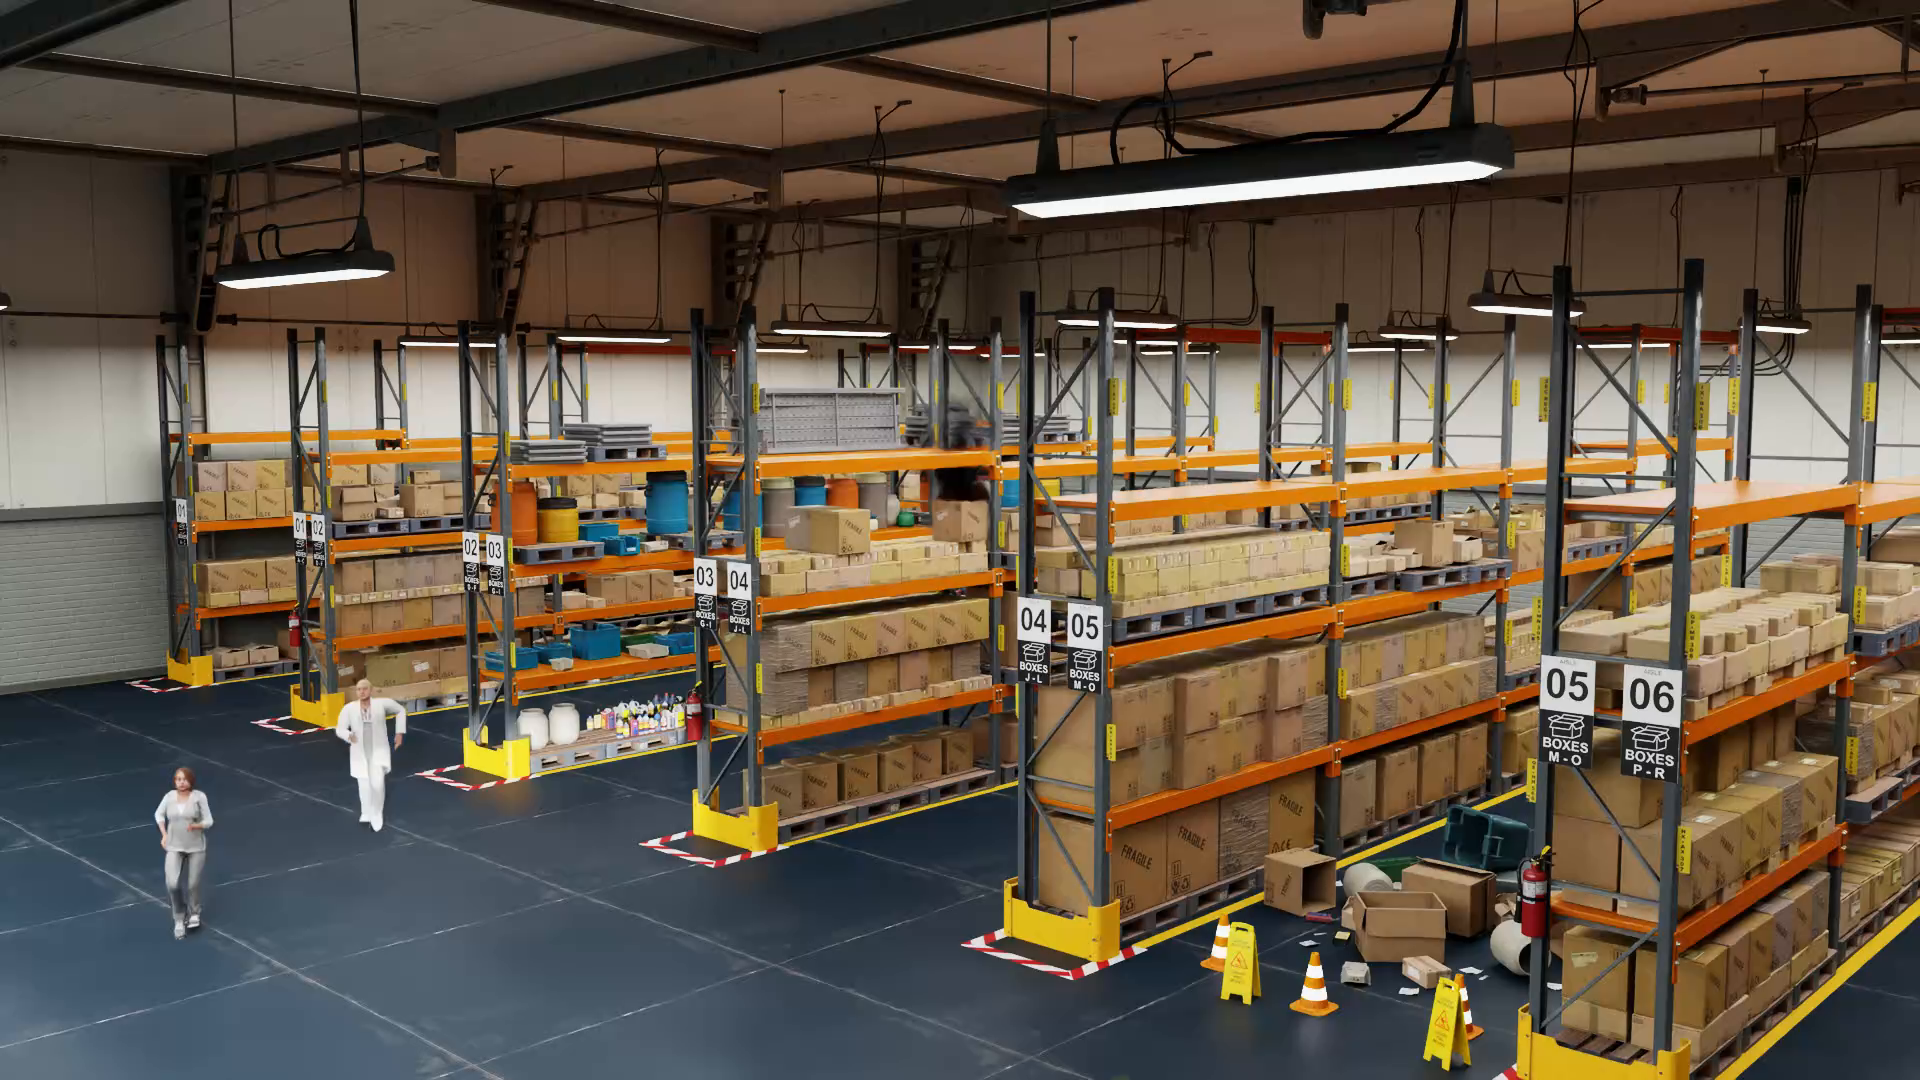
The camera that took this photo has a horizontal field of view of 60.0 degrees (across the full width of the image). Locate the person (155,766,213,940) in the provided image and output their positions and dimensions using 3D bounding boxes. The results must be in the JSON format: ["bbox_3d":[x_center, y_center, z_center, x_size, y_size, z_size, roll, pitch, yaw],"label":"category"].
[{"bbox_3d":[-7.238,2.919,15.514,0.518,1.610,0.635,-2,6,-19],"label":"person"}]

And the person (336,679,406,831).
[{"bbox_3d":[-6.797,2.479,19.210,0.735,1.769,0.920,-1,5,-10],"label":"person"}]
